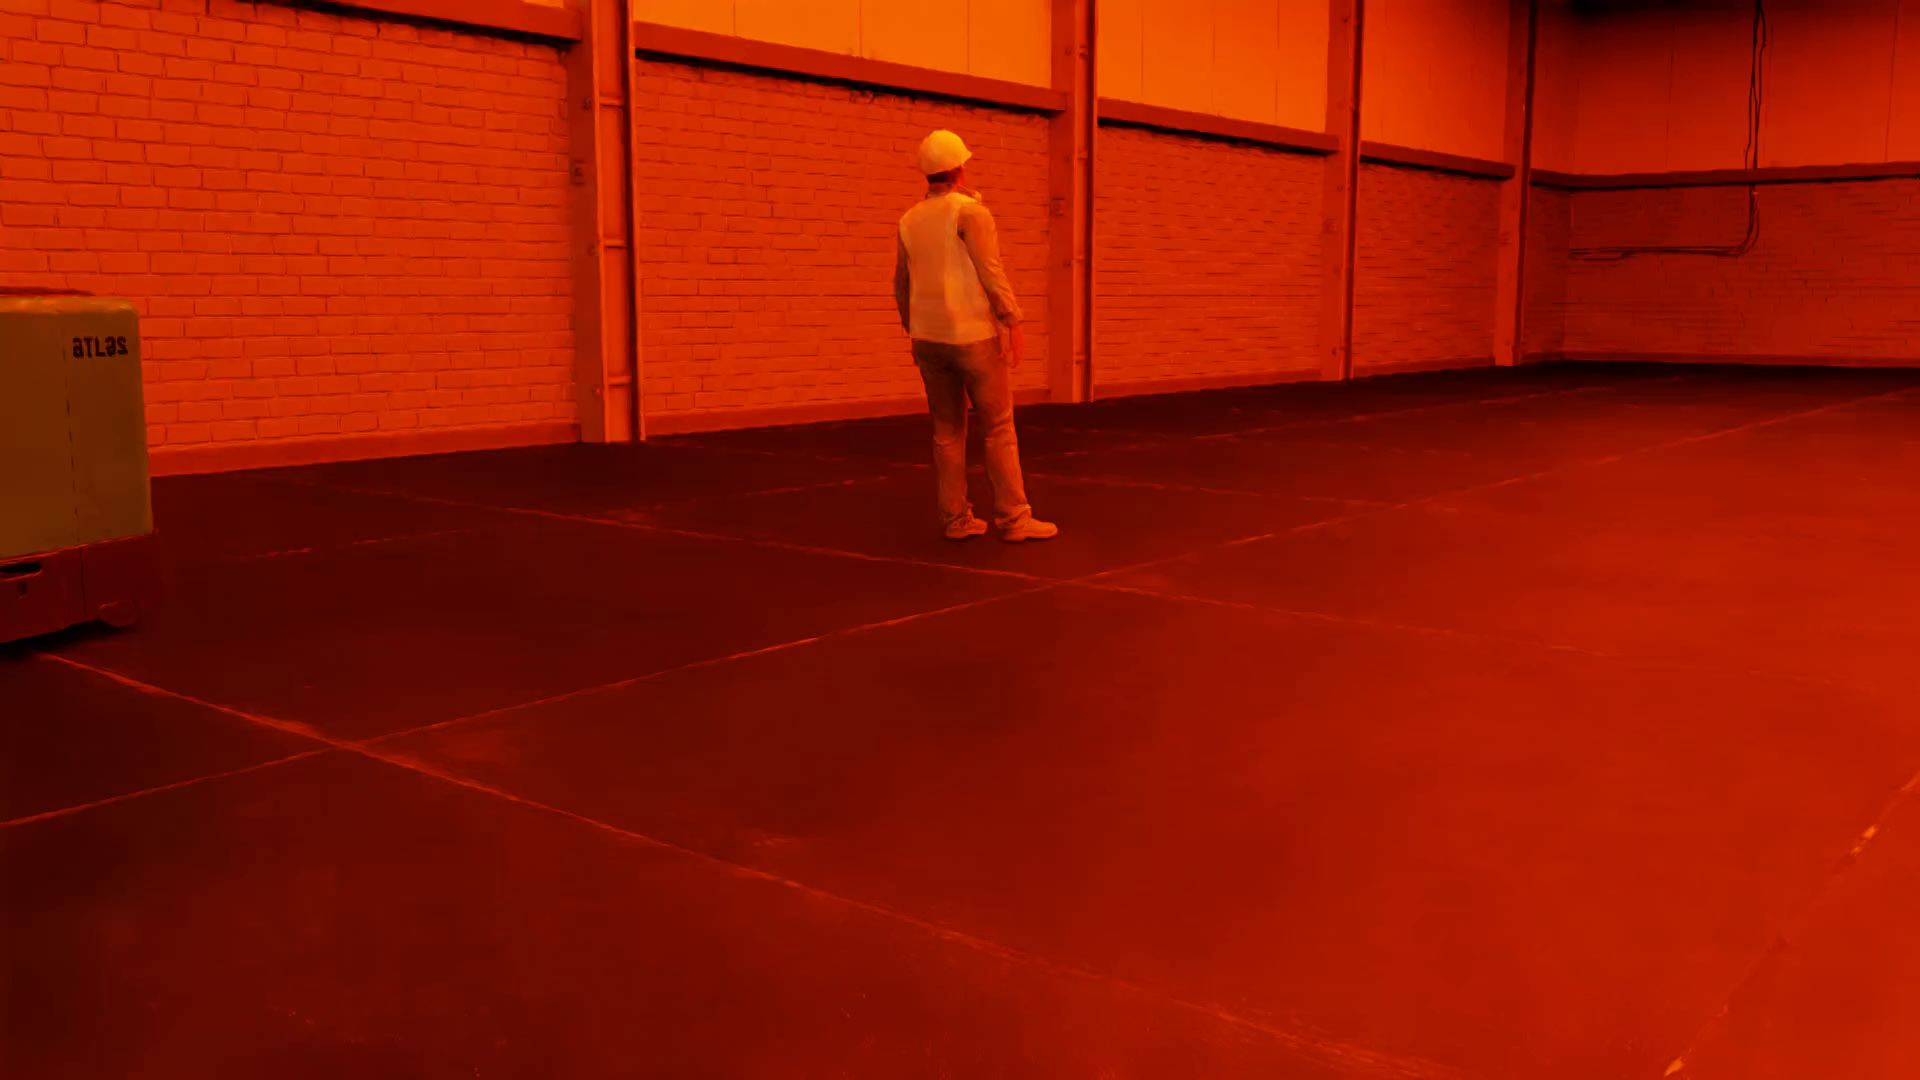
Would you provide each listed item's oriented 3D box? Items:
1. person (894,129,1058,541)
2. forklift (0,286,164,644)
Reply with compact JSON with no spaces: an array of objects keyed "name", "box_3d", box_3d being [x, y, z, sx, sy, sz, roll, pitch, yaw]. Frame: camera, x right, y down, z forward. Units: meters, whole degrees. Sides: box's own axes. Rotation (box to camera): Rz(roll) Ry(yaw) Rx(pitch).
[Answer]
[{"name":"person","box_3d":[0.045,-0.891,7.319,0.632,1.773,0.567,7,11,38]},{"name":"forklift","box_3d":[-3.584,-0.994,4.075,1.130,2.935,3.031,3,9,19]}]
